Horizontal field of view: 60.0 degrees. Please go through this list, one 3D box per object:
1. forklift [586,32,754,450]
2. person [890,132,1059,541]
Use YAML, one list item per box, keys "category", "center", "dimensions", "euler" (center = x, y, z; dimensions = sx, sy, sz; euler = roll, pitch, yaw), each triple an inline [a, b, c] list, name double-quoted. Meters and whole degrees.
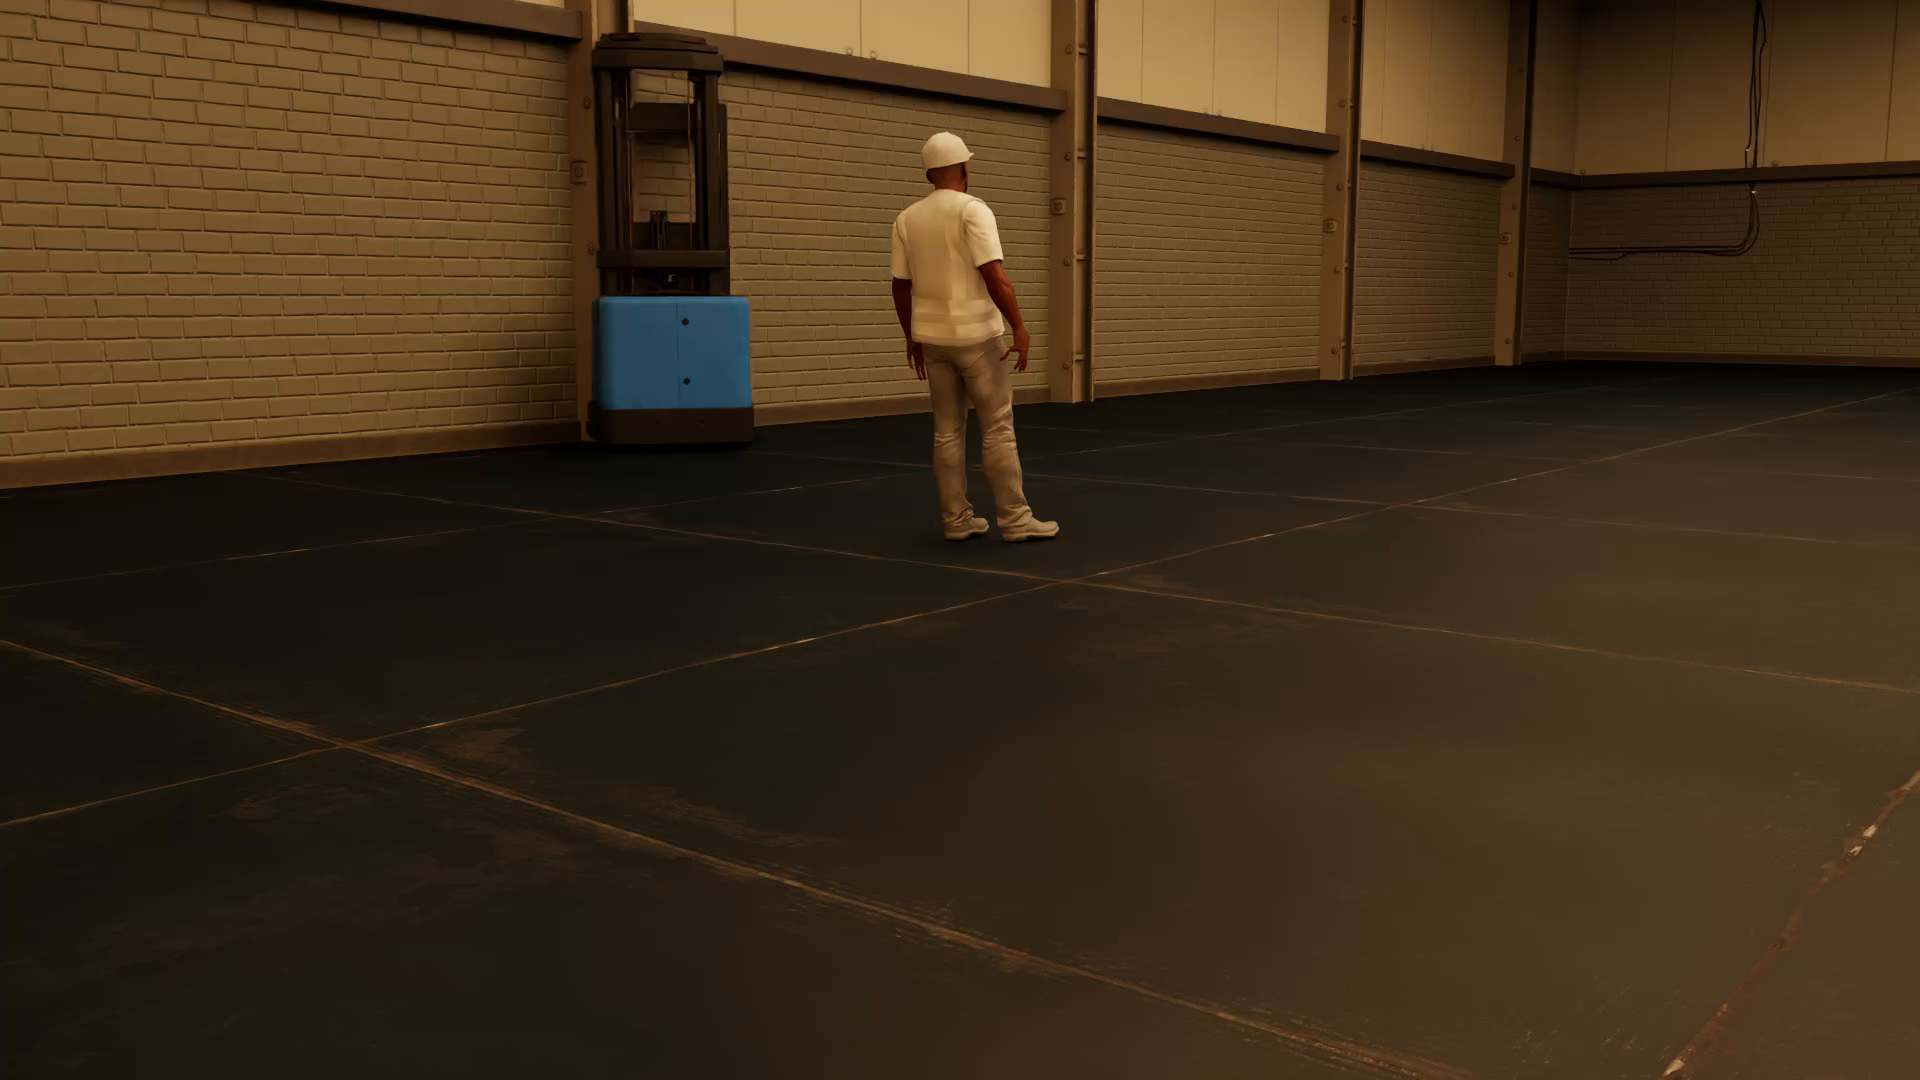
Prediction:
- category: "forklift"
  center: [-2.344, -2.254, 12.685]
  dimensions: [1.130, 2.935, 3.031]
  euler: [-2, 9, -16]
- category: "person"
  center: [0.048, -0.888, 7.325]
  dimensions: [0.665, 1.765, 0.577]
  euler: [7, 11, 38]
